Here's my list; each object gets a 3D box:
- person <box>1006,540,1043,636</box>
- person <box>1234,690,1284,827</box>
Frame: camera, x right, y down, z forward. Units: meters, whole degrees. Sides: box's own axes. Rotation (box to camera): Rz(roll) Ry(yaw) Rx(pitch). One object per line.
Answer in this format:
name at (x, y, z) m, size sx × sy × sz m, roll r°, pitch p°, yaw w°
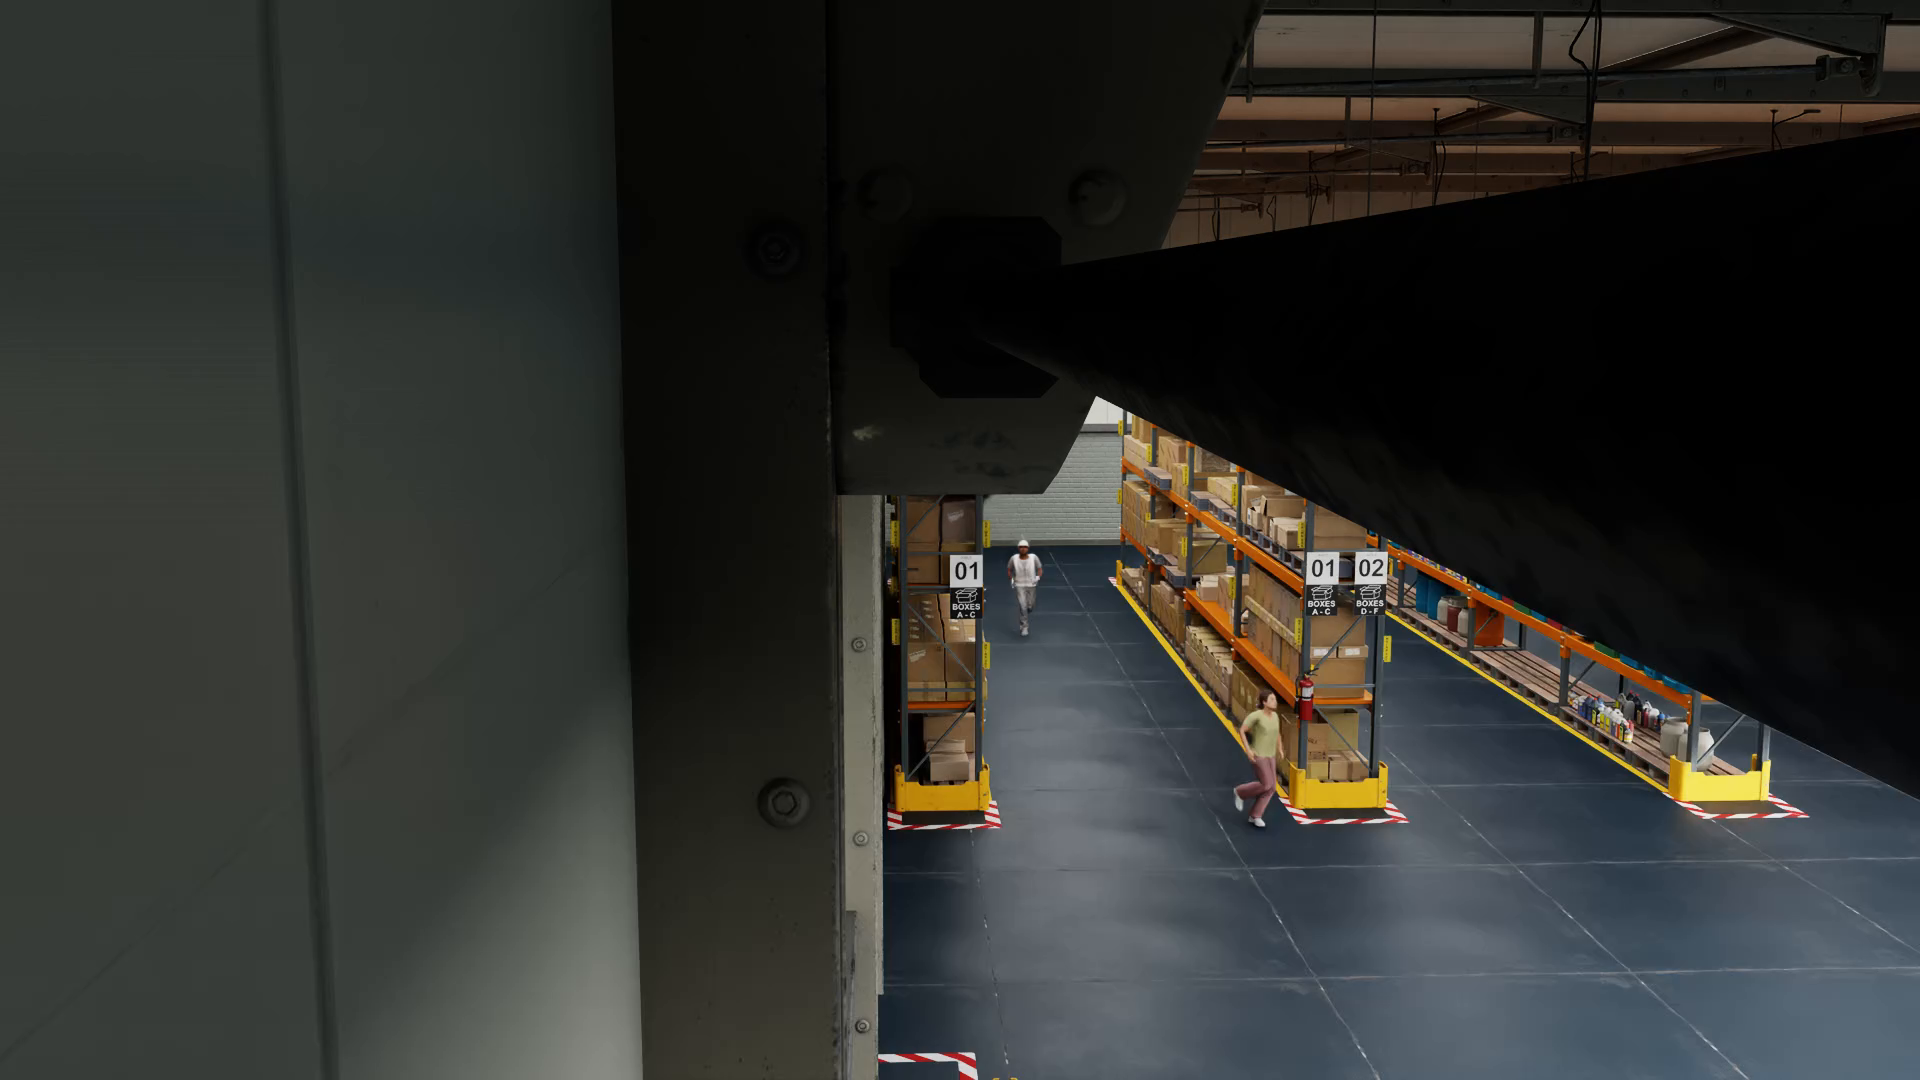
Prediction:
person at (1.215, 0.875, 31.225) m, size 0.674 × 1.766 × 0.741 m, roll 0°, pitch 8°, yaw -3°
person at (3.671, 2.600, 20.069) m, size 0.609 × 1.586 × 0.545 m, roll -6°, pitch 10°, yaw -35°
